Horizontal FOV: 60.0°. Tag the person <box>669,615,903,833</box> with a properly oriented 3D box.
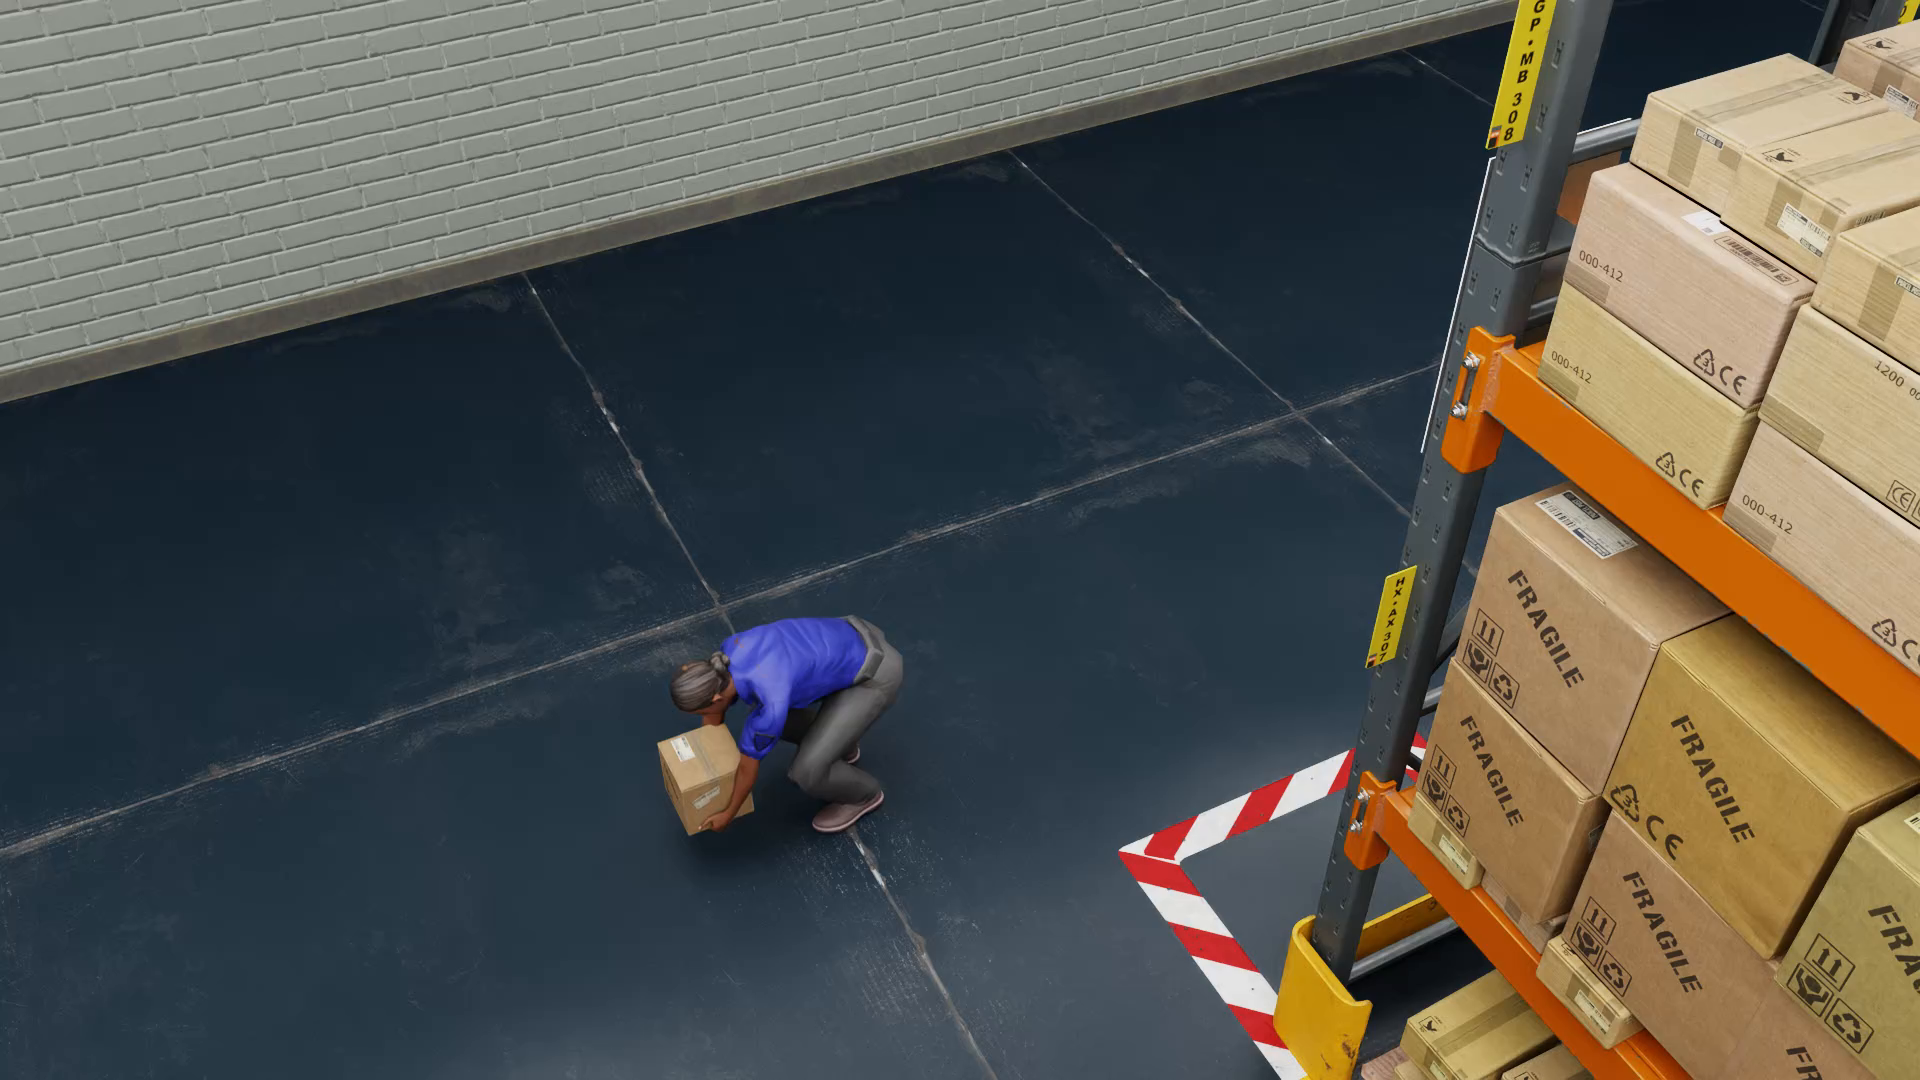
[{"bbox_3d":[-0.606,0.652,5.968,0.857,0.946,0.472,-21,46,-22],"label":"person"}]
